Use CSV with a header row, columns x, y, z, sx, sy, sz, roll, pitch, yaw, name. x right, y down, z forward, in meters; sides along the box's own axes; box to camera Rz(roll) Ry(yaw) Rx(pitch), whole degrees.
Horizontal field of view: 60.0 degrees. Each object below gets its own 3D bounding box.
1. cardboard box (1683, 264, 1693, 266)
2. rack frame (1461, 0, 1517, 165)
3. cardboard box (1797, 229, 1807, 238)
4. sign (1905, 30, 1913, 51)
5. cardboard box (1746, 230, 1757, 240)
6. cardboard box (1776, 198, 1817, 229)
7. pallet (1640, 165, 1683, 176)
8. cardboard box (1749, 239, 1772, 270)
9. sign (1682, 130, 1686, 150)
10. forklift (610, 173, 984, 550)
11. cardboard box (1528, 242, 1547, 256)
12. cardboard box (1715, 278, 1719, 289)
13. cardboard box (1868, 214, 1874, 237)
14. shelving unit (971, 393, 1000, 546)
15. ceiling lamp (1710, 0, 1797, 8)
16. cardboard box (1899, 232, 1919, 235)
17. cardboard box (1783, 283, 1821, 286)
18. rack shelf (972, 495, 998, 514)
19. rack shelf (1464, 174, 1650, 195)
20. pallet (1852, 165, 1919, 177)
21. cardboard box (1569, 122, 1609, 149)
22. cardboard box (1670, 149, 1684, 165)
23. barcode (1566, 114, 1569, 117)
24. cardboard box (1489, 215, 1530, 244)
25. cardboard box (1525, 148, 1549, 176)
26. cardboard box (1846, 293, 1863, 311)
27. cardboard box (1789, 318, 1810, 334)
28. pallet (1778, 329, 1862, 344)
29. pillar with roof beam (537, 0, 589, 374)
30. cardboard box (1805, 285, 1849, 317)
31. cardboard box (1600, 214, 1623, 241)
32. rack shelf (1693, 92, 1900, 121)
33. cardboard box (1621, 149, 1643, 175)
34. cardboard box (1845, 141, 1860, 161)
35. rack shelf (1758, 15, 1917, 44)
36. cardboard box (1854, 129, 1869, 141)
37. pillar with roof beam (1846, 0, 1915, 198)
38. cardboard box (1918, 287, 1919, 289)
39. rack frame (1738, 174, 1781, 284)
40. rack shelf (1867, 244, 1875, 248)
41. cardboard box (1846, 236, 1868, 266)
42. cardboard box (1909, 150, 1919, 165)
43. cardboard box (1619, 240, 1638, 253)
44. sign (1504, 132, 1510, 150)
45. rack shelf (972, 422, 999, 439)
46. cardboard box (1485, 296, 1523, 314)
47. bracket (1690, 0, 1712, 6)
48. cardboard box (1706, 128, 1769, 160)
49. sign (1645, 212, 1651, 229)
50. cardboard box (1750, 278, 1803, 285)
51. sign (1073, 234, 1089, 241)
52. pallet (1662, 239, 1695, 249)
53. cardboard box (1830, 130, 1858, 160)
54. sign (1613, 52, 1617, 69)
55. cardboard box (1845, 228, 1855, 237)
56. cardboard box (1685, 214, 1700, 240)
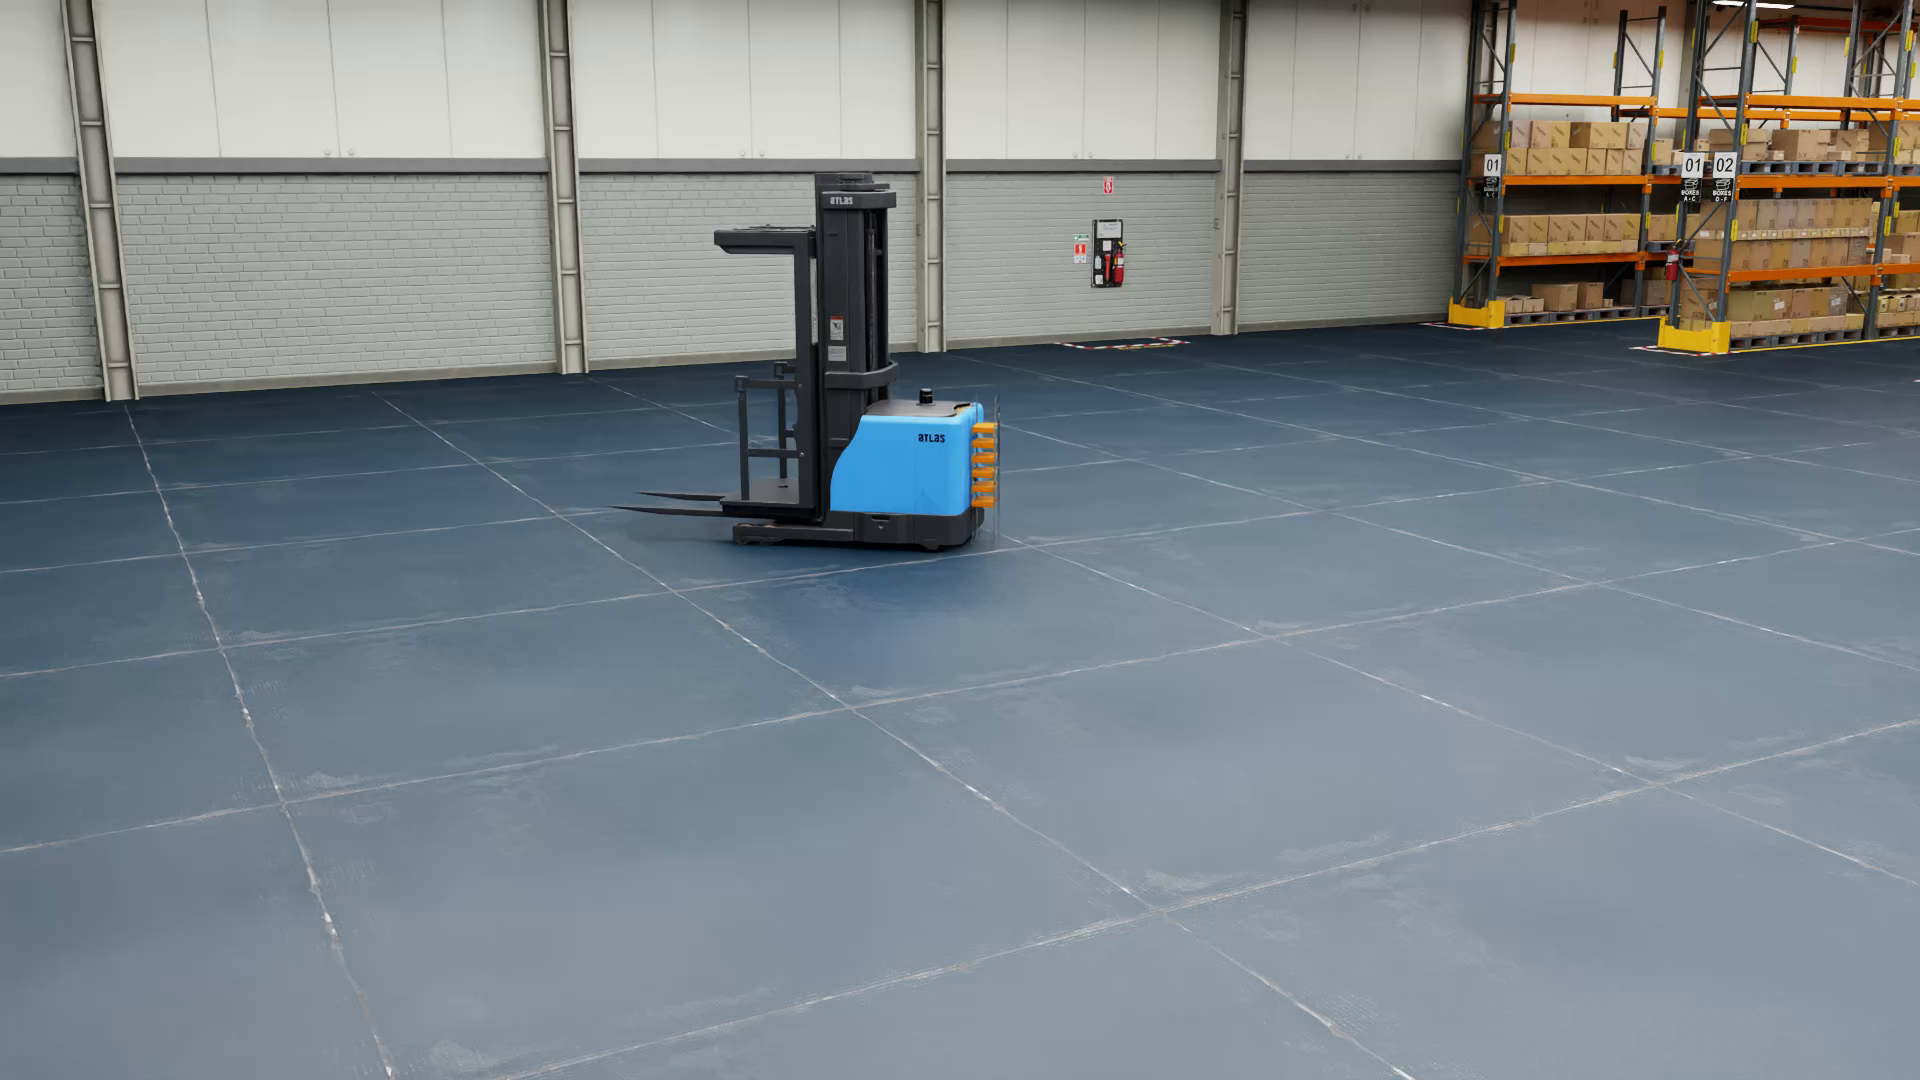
x,y,z,sx,sy,sz,roll,pitch,yaw,name
15.297,-5.614,34.708,0.500,0.250,0.500,-7,14,-28,cardboard box
9.862,-8.527,31.004,0.127,3.000,1.000,-7,14,-28,rack frame
14.036,-5.173,28.058,0.250,0.149,0.380,-7,14,-27,cardboard box
15.994,-8.417,28.027,0.005,0.325,0.100,-7,14,-28,sign
12.916,-5.040,27.465,0.250,0.149,0.380,-7,15,-29,cardboard box
14.041,-5.542,28.223,0.500,0.500,0.700,-7,14,-28,cardboard box
13.965,-7.438,33.422,1.003,0.211,1.213,-7,14,-28,pallet
13.113,-4.798,27.869,0.500,0.500,0.700,-6,14,-26,cardboard box
11.991,-6.609,27.476,0.005,0.325,0.100,-7,14,-28,sign
-1.366,-1.494,13.573,3.031,2.935,1.130,3,13,12,forklift
10.891,-5.585,31.889,0.500,0.250,0.500,-7,15,-30,cardboard box
15.769,-5.320,35.106,0.500,0.500,0.700,-7,14,-28,cardboard box
19.667,-6.914,36.548,0.500,0.500,0.500,-7,14,-27,cardboard box
0.206,-0.568,13.401,0.189,1.200,0.258,2,13,10,shelving unit
14.599,-11.241,29.768,2.000,3.185,0.800,-7,14,-28,ceiling lamp
17.333,-5.302,30.107,0.500,0.500,0.500,-7,14,-28,cardboard box
14.757,-4.254,29.277,0.500,0.500,0.500,-7,14,-28,cardboard box
0.206,-0.291,13.463,0.180,0.103,0.258,2,13,10,rack shelf
11.617,-6.923,32.348,4.000,0.370,1.077,-7,14,-28,rack shelf
16.517,-6.532,29.408,1.217,0.209,0.805,-8,15,-30,pallet
12.133,-7.809,32.096,0.500,0.500,0.500,-7,15,-30,cardboard box
14.431,-7.753,33.642,0.500,0.311,0.500,-6,14,-26,cardboard box
11.946,-8.348,32.713,0.075,0.075,0.001,-7,14,-28,barcode
10.425,-5.895,31.561,0.500,0.500,0.500,-7,14,-28,cardboard box
10.763,-7.159,31.483,0.500,0.500,0.500,-6,14,-24,cardboard box
15.967,-4.302,29.922,0.500,0.311,0.500,-7,14,-28,cardboard box
14.133,-3.681,28.439,0.500,0.250,0.500,-7,14,-28,cardboard box
15.031,-3.631,29.263,1.213,0.211,1.003,-7,14,-28,pallet
-3.675,-6.044,19.972,0.400,9.000,9.100,-7,14,-28,pillar with roof beam
15.003,-4.155,28.838,0.500,0.500,0.500,-7,14,-28,cardboard box
12.670,-6.161,32.741,0.500,0.500,0.500,-7,14,-28,cardboard box
13.994,-7.237,27.822,4.000,0.370,1.077,-7,14,-28,rack shelf
13.045,-7.442,32.741,0.500,0.500,0.500,-6,14,-26,cardboard box
19.112,-8.447,36.251,0.500,0.500,0.700,-7,15,-29,cardboard box
18.639,-10.850,35.393,4.000,0.370,1.077,-7,14,-28,rack shelf
19.559,-8.888,36.503,0.500,0.250,0.500,-6,14,-24,cardboard box
22.657,-9.200,33.995,0.548,9.000,9.100,-7,14,-28,pillar with roof beam
18.203,-4.570,31.111,0.500,0.311,0.500,-7,15,-29,cardboard box
16.883,-6.442,35.403,0.127,3.000,1.000,-7,14,-28,rack frame
18.639,-6.302,36.417,4.000,0.370,1.077,-7,14,-28,rack shelf
15.363,-5.068,29.069,0.500,0.500,0.700,-7,15,-29,cardboard box
16.775,-6.783,29.473,0.500,0.250,0.500,-8,15,-33,cardboard box
13.102,-5.850,33.066,0.500,0.250,0.500,-7,14,-28,cardboard box
10.122,-7.386,30.773,0.005,0.325,0.100,-7,14,-28,sign
0.206,-0.876,13.332,0.180,0.103,0.258,2,13,10,rack shelf
10.512,-4.559,32.156,0.500,0.311,0.500,-9,15,-34,cardboard box
15.134,-11.043,33.984,0.430,0.232,0.235,-7,14,-28,bracket
12.745,-6.493,27.286,0.637,0.503,0.797,-6,14,-24,cardboard box
13.639,-6.340,32.977,0.005,0.325,0.100,-7,14,-28,sign
17.592,-5.650,35.824,0.750,0.750,0.750,-7,14,-29,cardboard box
2.081,-5.193,28.566,0.331,0.109,0.001,-7,14,-28,sign
15.166,-6.132,34.463,1.213,0.211,1.003,-7,14,-28,pallet
15.181,-6.850,28.881,0.500,0.500,0.500,-6,14,-23,cardboard box
13.101,-9.587,33.227,0.005,0.325,0.100,-7,14,-28,sign
15.167,-5.309,28.661,0.250,0.149,0.380,-7,15,-30,cardboard box
14.892,-6.464,34.272,0.500,0.500,0.700,-5,14,-20,cardboard box
